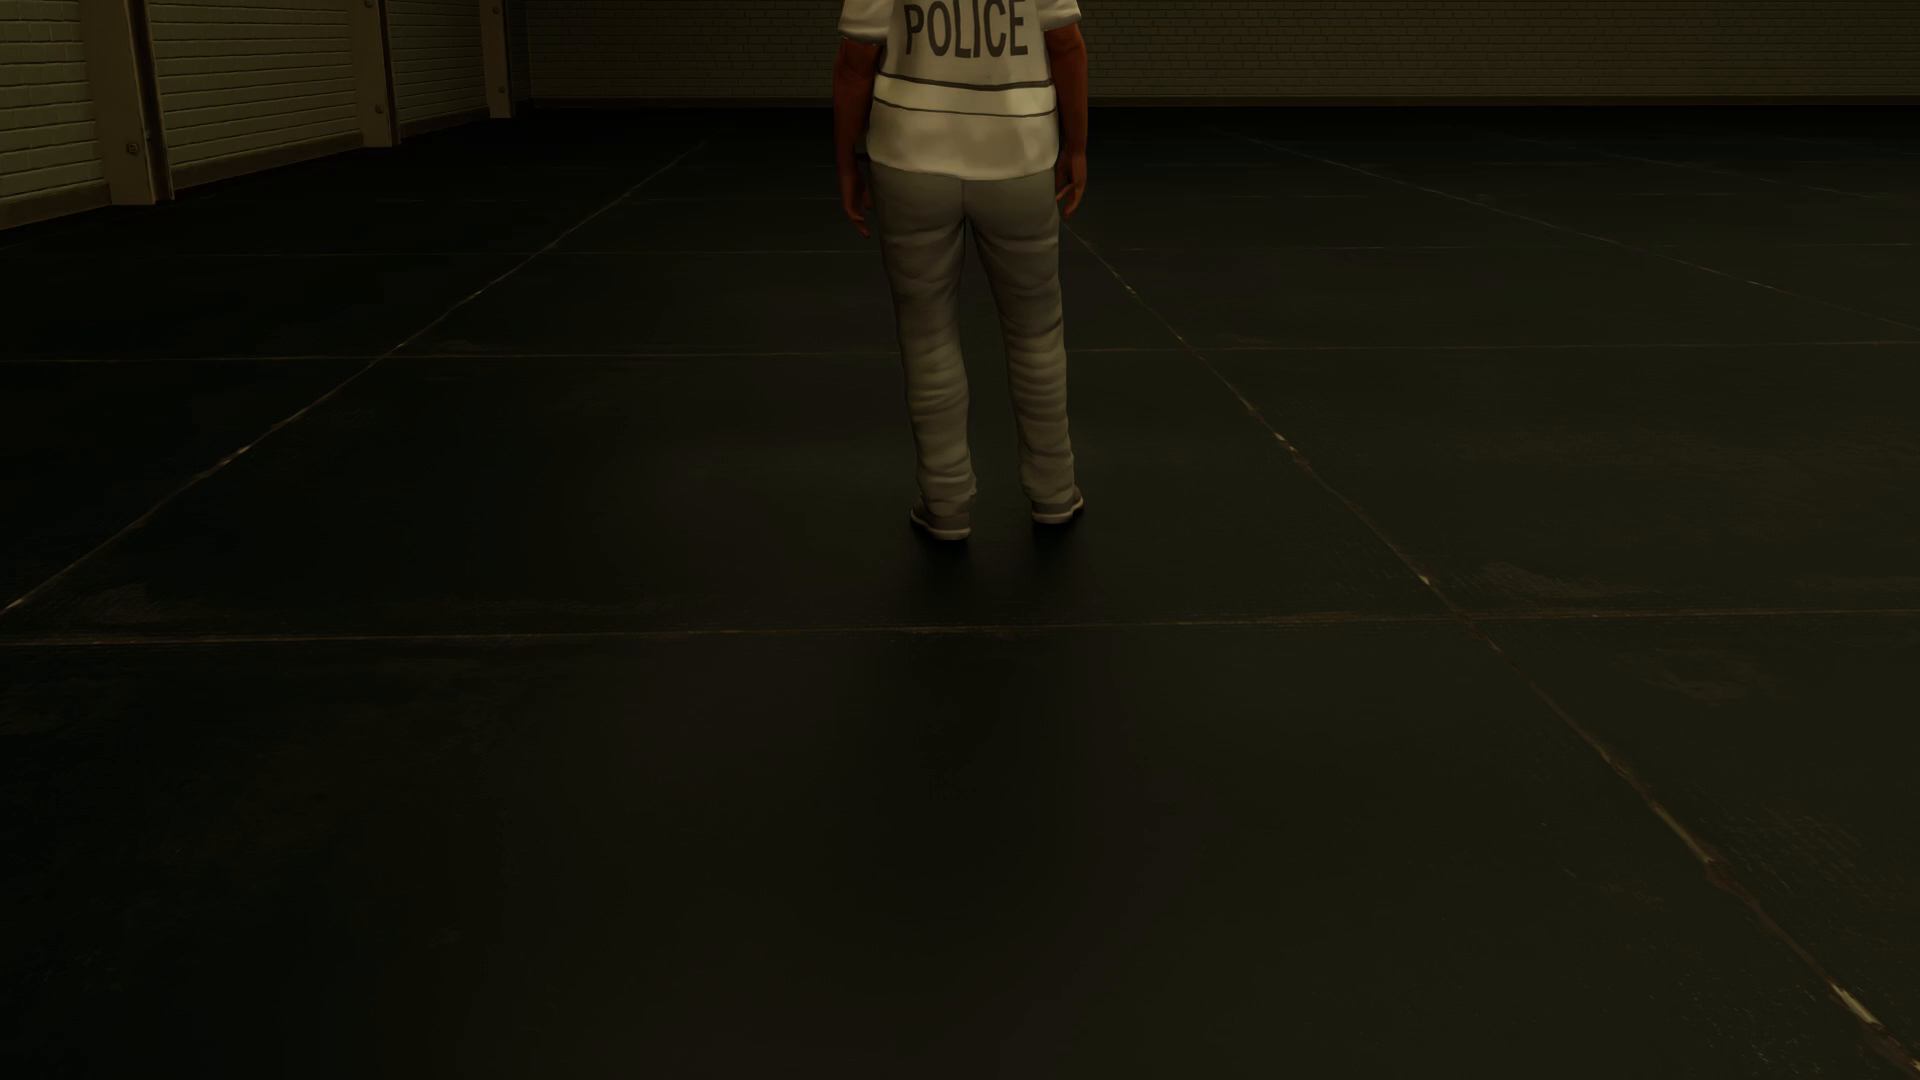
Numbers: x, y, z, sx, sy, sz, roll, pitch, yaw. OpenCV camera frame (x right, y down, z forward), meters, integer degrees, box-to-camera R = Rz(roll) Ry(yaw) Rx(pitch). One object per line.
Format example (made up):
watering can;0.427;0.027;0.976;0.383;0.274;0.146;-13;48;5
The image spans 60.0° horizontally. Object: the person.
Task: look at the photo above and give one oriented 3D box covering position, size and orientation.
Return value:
person;0.019;-0.827;3.746;0.598;1.670;0.529;-1;17;-3
